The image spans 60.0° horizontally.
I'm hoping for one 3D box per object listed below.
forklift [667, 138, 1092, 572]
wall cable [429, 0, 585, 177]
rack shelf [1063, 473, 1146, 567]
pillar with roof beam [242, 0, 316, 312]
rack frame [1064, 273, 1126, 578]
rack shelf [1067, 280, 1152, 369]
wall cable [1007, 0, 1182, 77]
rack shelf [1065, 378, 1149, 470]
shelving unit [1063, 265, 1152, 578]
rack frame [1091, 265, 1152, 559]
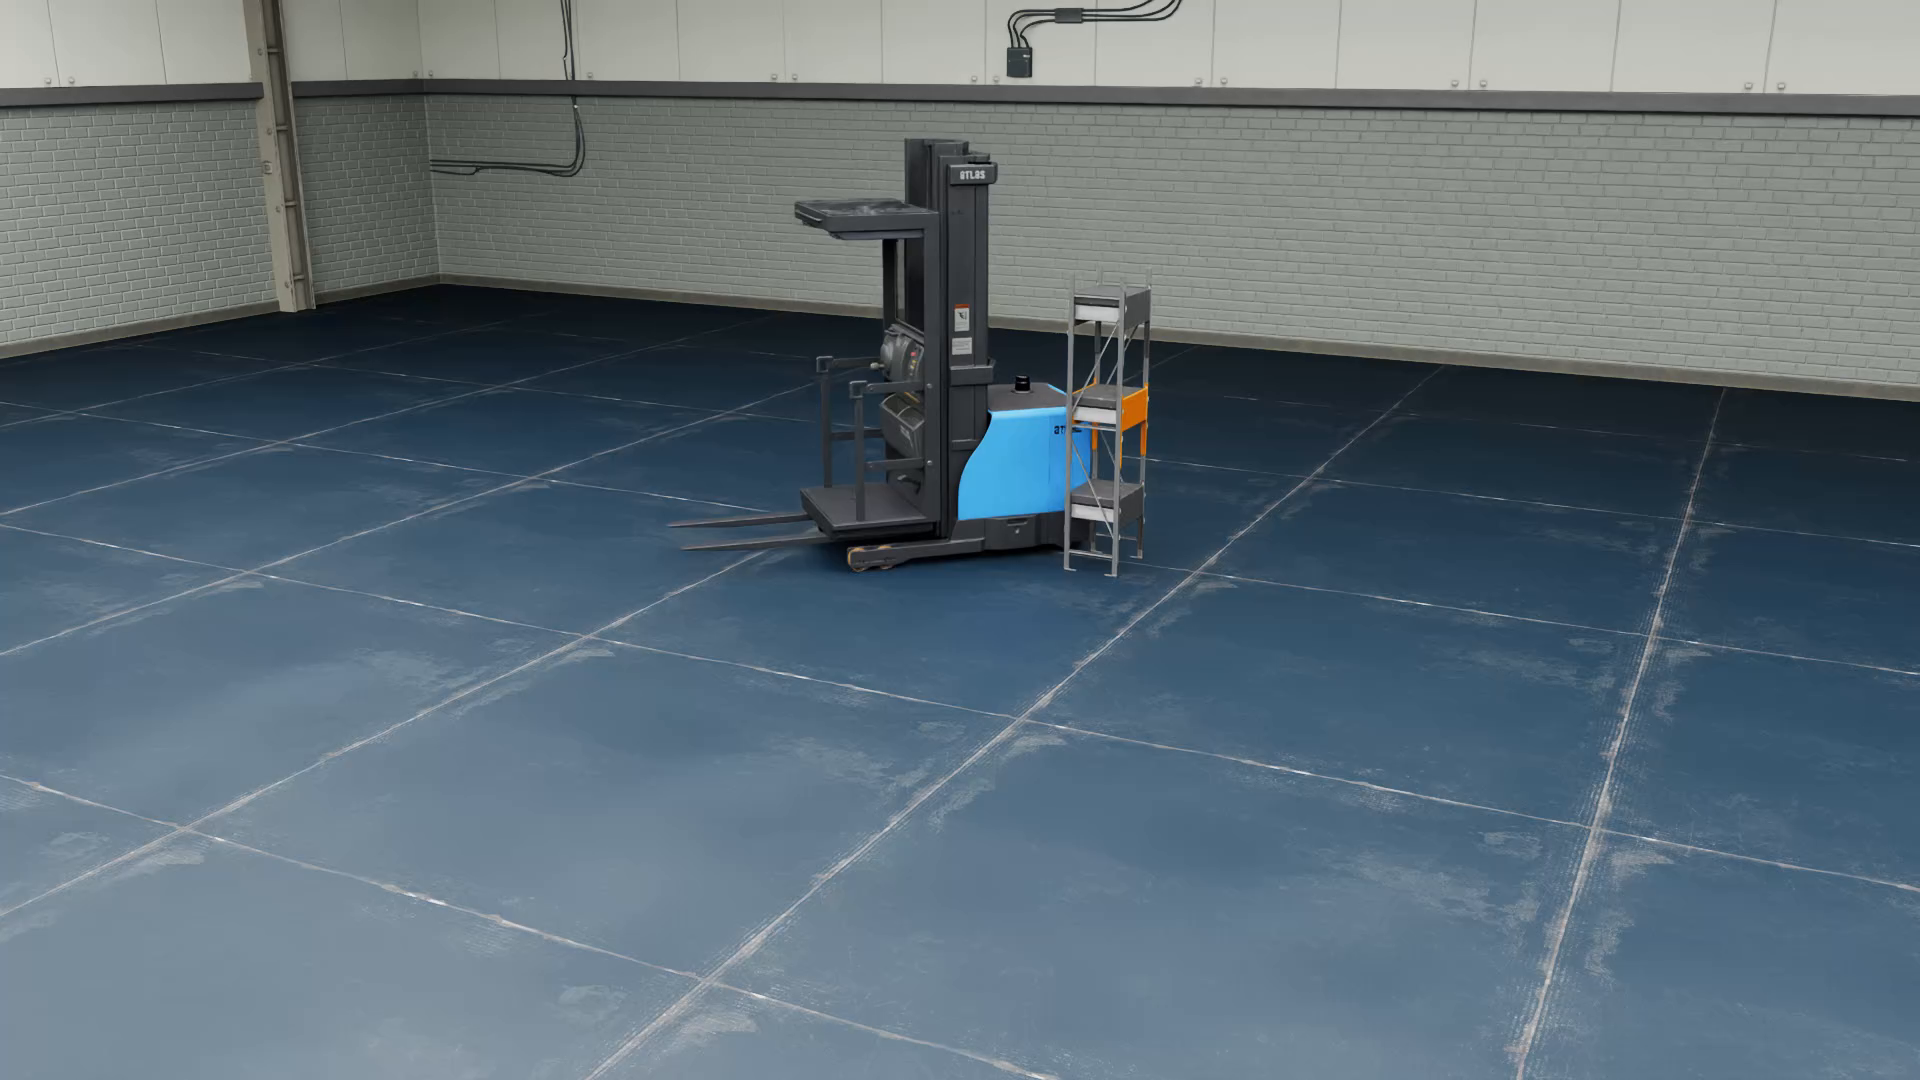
[{"bbox_3d":[-0.599,-1.350,11.922,3.031,2.935,1.130,-5,17,-17],"label":"forklift"},{"bbox_3d":[-6.853,-6.659,24.593,3.097,2.526,0.112,8,18,25],"label":"wall cable"},{"bbox_3d":[1.031,-0.148,11.842,0.431,0.518,0.480,8,18,26],"label":"rack shelf"},{"bbox_3d":[-5.501,-7.018,20.347,9.100,9.000,0.400,8,18,25],"label":"pillar with roof beam"},{"bbox_3d":[0.919,-0.771,11.431,0.400,2.100,0.015,8,18,26],"label":"rack frame"},{"bbox_3d":[1.031,-1.490,11.444,0.431,0.518,0.480,8,18,26],"label":"rack shelf"},{"bbox_3d":[1.633,-8.566,19.586,2.305,6.003,0.169,8,18,25],"label":"wall cable"},{"bbox_3d":[1.031,-0.819,11.643,0.431,0.518,0.480,8,18,26],"label":"rack shelf"},{"bbox_3d":[1.031,-0.832,11.639,0.431,2.100,0.503,8,18,26],"label":"shelving unit"},{"bbox_3d":[1.142,-0.894,11.847,0.400,2.100,0.015,8,18,26],"label":"rack frame"}]
